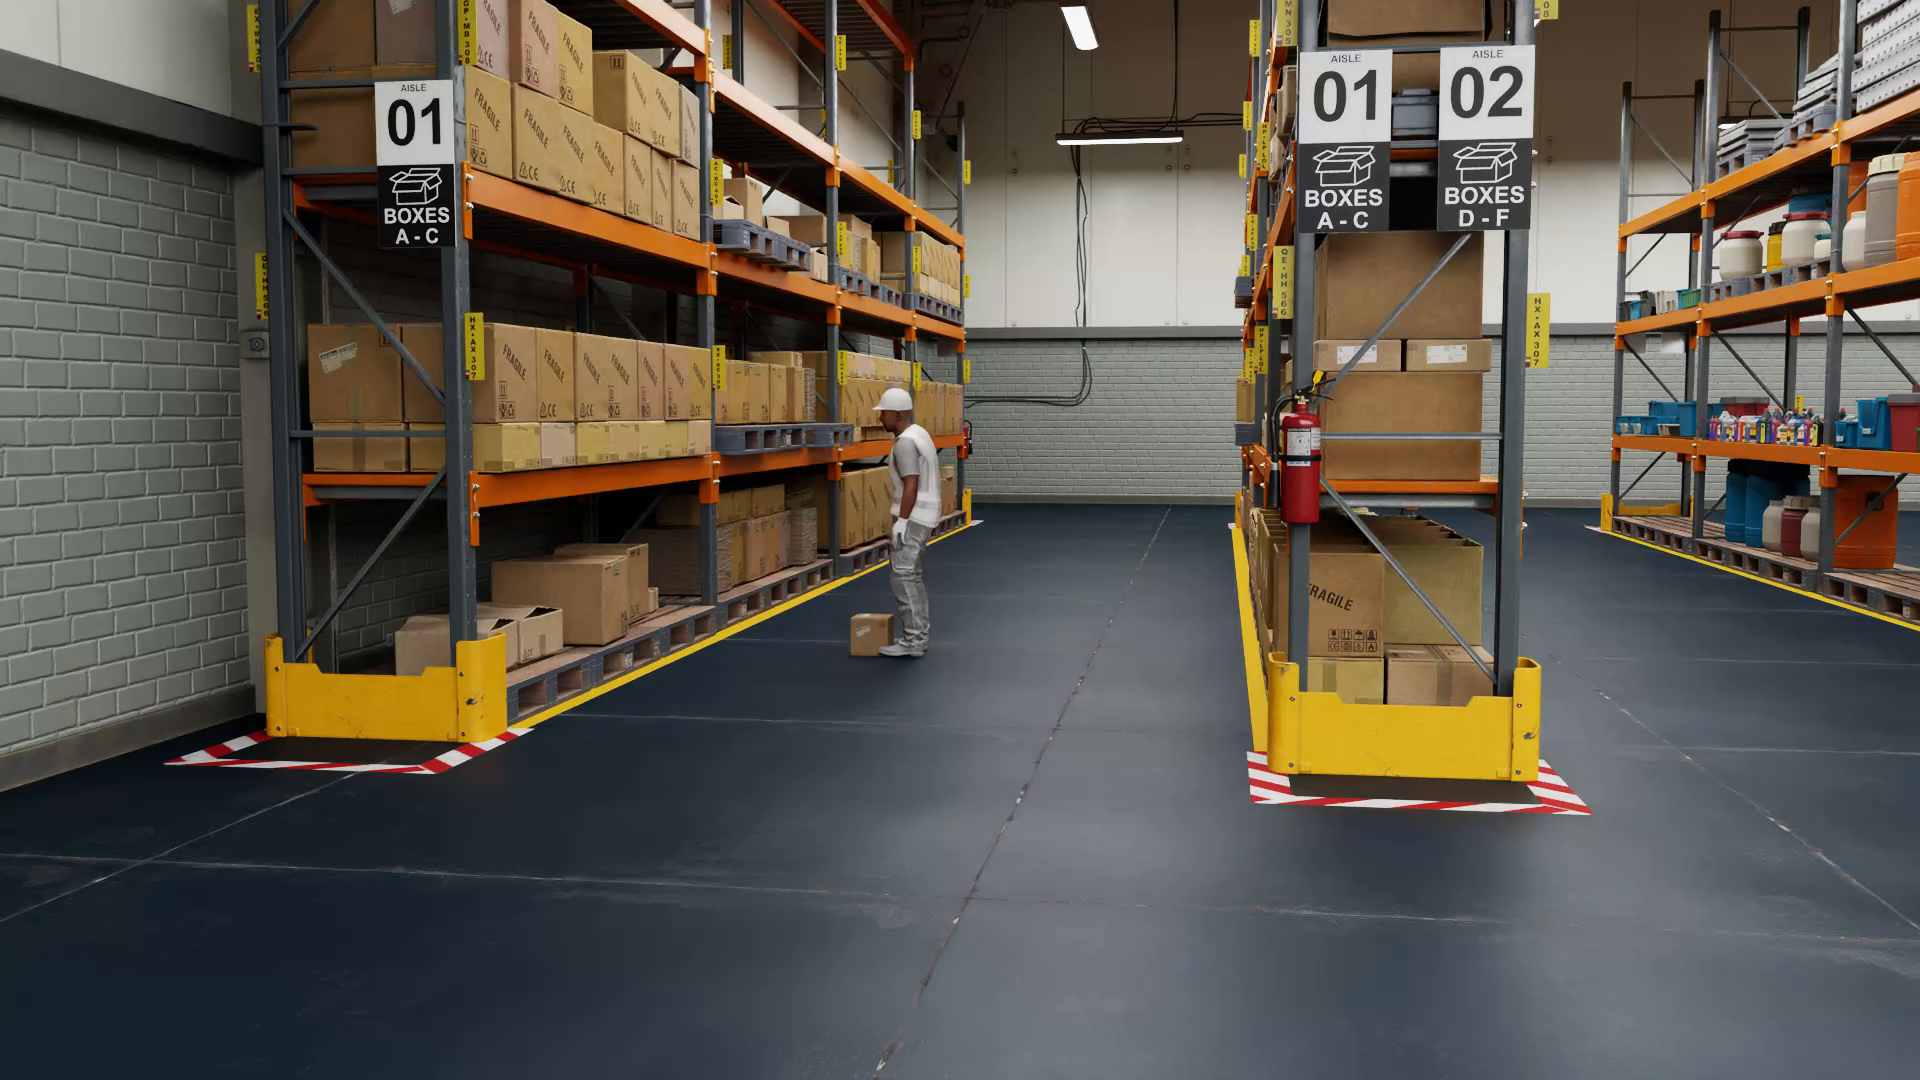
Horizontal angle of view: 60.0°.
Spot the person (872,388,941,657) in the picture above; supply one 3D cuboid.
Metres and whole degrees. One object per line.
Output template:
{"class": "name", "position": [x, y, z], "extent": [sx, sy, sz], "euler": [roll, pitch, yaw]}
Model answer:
{"class": "person", "position": [-0.356, -0.120, 11.082], "extent": [0.452, 1.772, 0.617], "euler": [0, 4, 6]}
